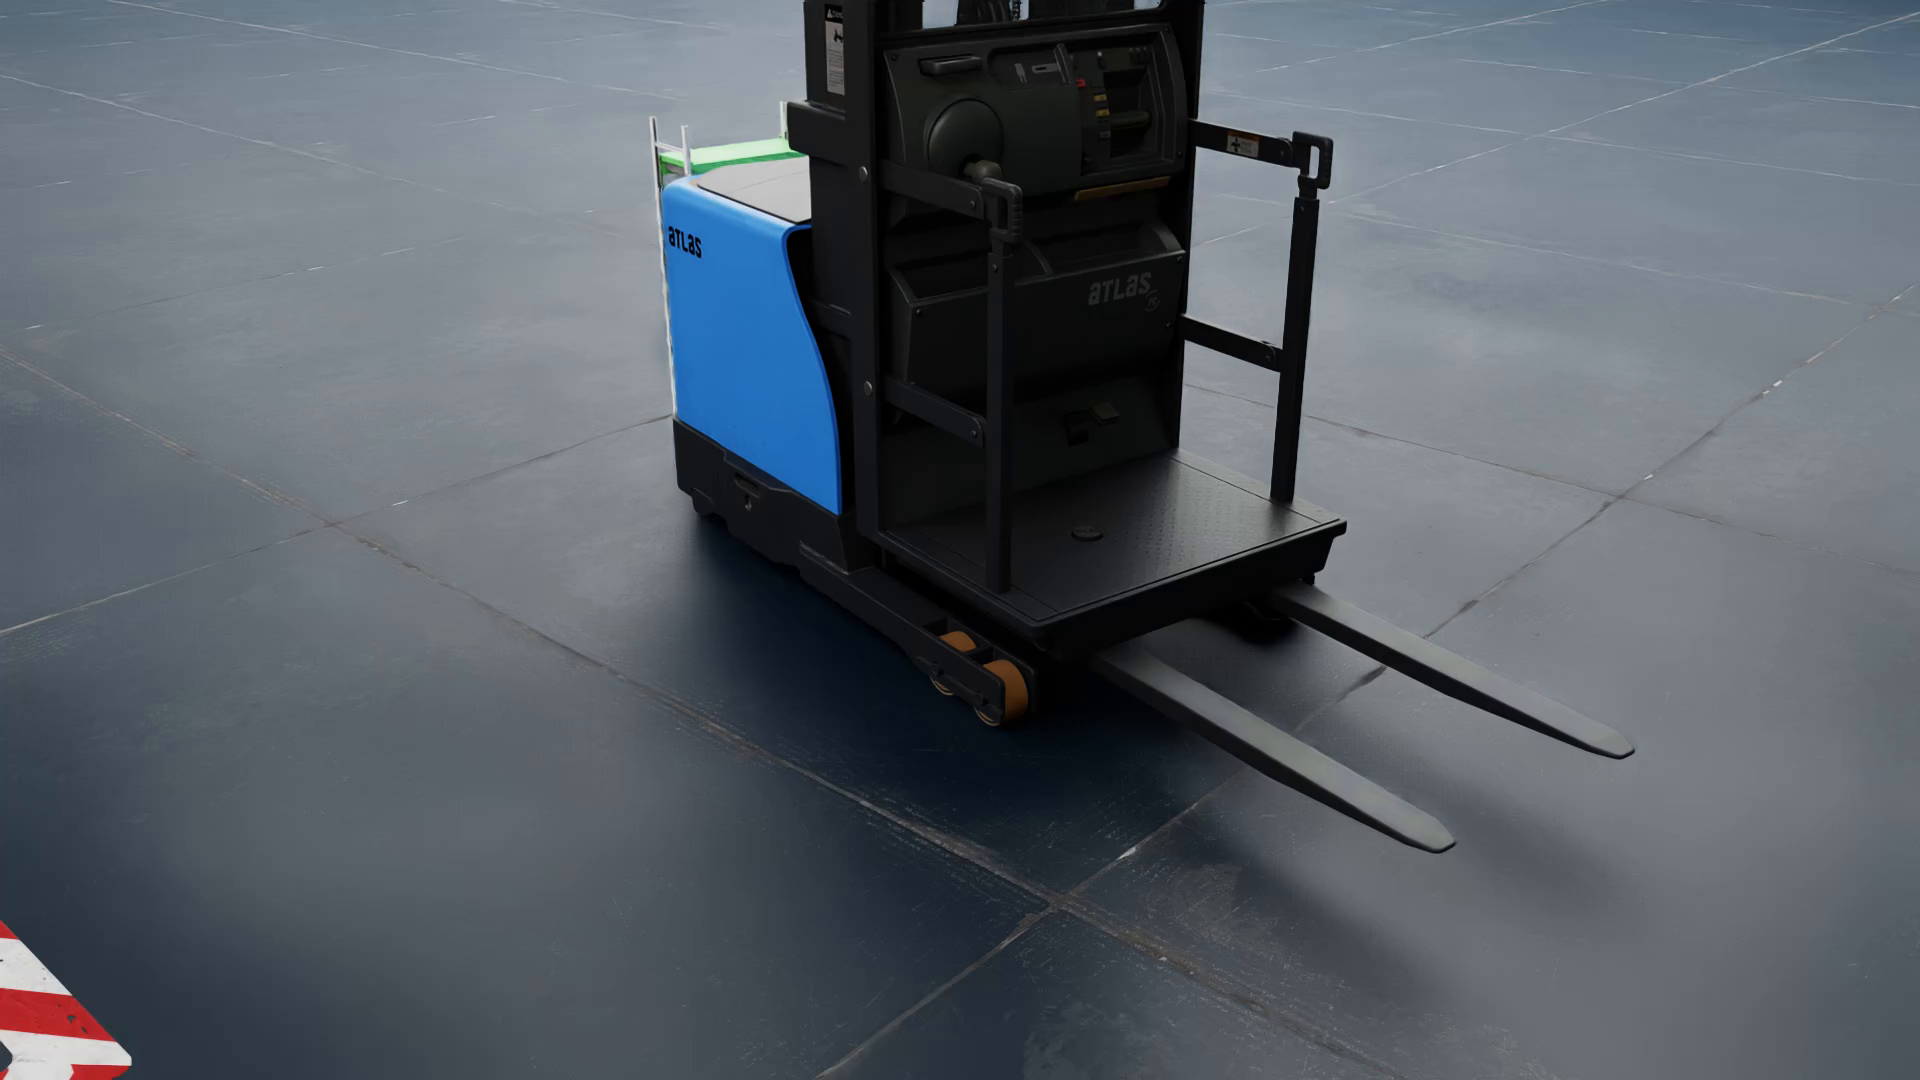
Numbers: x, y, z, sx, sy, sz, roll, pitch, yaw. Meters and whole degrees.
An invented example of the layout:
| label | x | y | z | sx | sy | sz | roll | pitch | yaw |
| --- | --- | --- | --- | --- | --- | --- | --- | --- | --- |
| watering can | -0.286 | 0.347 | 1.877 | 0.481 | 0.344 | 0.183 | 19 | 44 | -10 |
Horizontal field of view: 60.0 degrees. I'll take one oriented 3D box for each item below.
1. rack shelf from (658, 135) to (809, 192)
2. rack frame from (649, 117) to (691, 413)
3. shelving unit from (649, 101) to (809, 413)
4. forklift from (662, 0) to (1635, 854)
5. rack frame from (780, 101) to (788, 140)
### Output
| label | x | y | z | sx | sy | sz | roll | pitch | yaw |
| --- | --- | --- | --- | --- | --- | --- | --- | --- | --- |
| rack shelf | -0.726 | -1.217 | 5.474 | 0.480 | 0.148 | 0.258 | -17 | 28 | -33 |
| rack frame | -0.917 | -0.775 | 5.506 | 0.015 | 1.200 | 0.240 | -17 | 28 | -33 |
| shelving unit | -0.722 | -0.835 | 5.639 | 0.503 | 1.200 | 0.258 | -17 | 28 | -33 |
| forklift | 0.338 | -1.093 | 4.105 | 1.130 | 2.935 | 3.031 | -16 | 29 | -32 |
| rack frame | -0.526 | -0.894 | 5.772 | 0.015 | 1.200 | 0.240 | -17 | 28 | -33 |
